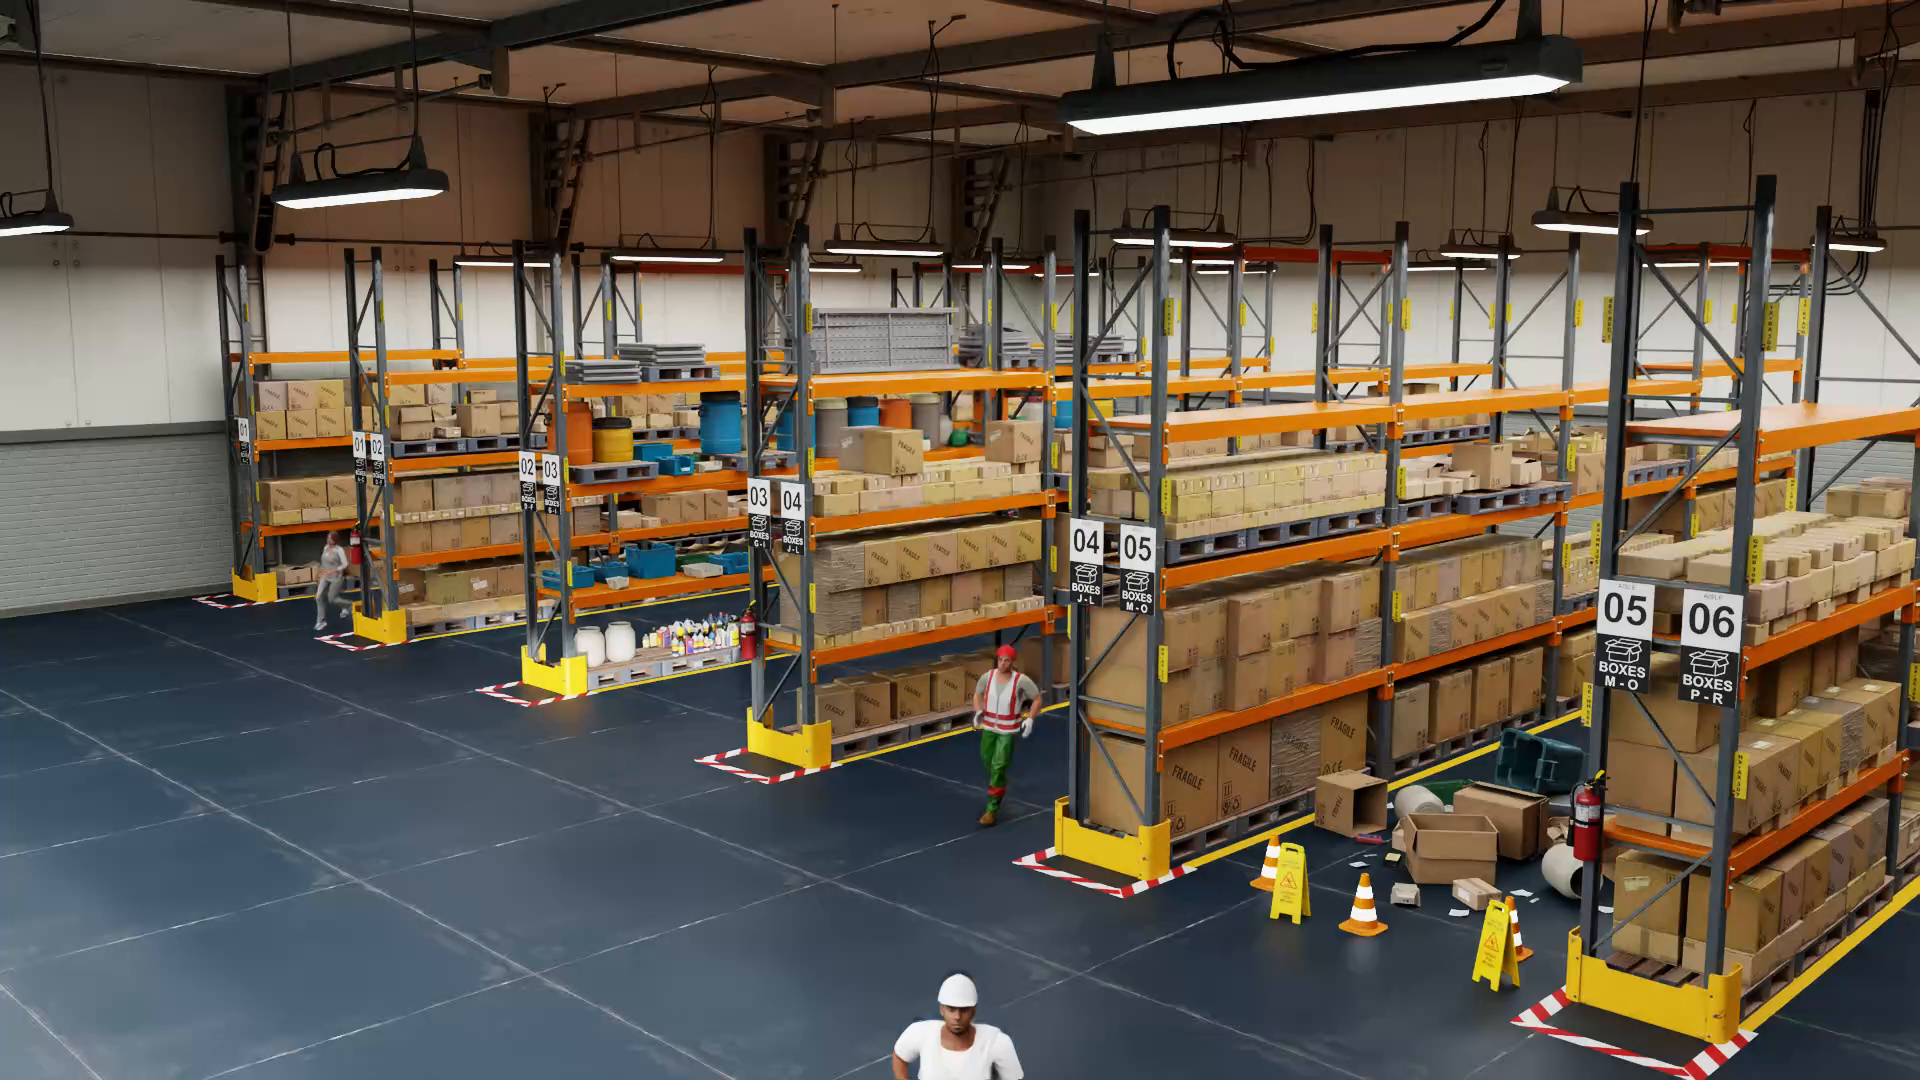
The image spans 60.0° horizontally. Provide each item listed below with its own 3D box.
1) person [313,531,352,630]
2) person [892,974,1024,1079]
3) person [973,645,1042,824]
[{"bbox_3d":[-10.030,0.636,26.698,0.579,1.585,0.747,4,9,24],"label":"person"},{"bbox_3d":[-0.013,3.092,8.579,0.700,1.773,0.968,0,8,2],"label":"person"},{"bbox_3d":[0.451,1.916,16.772,0.706,1.773,0.901,3,9,22],"label":"person"}]
